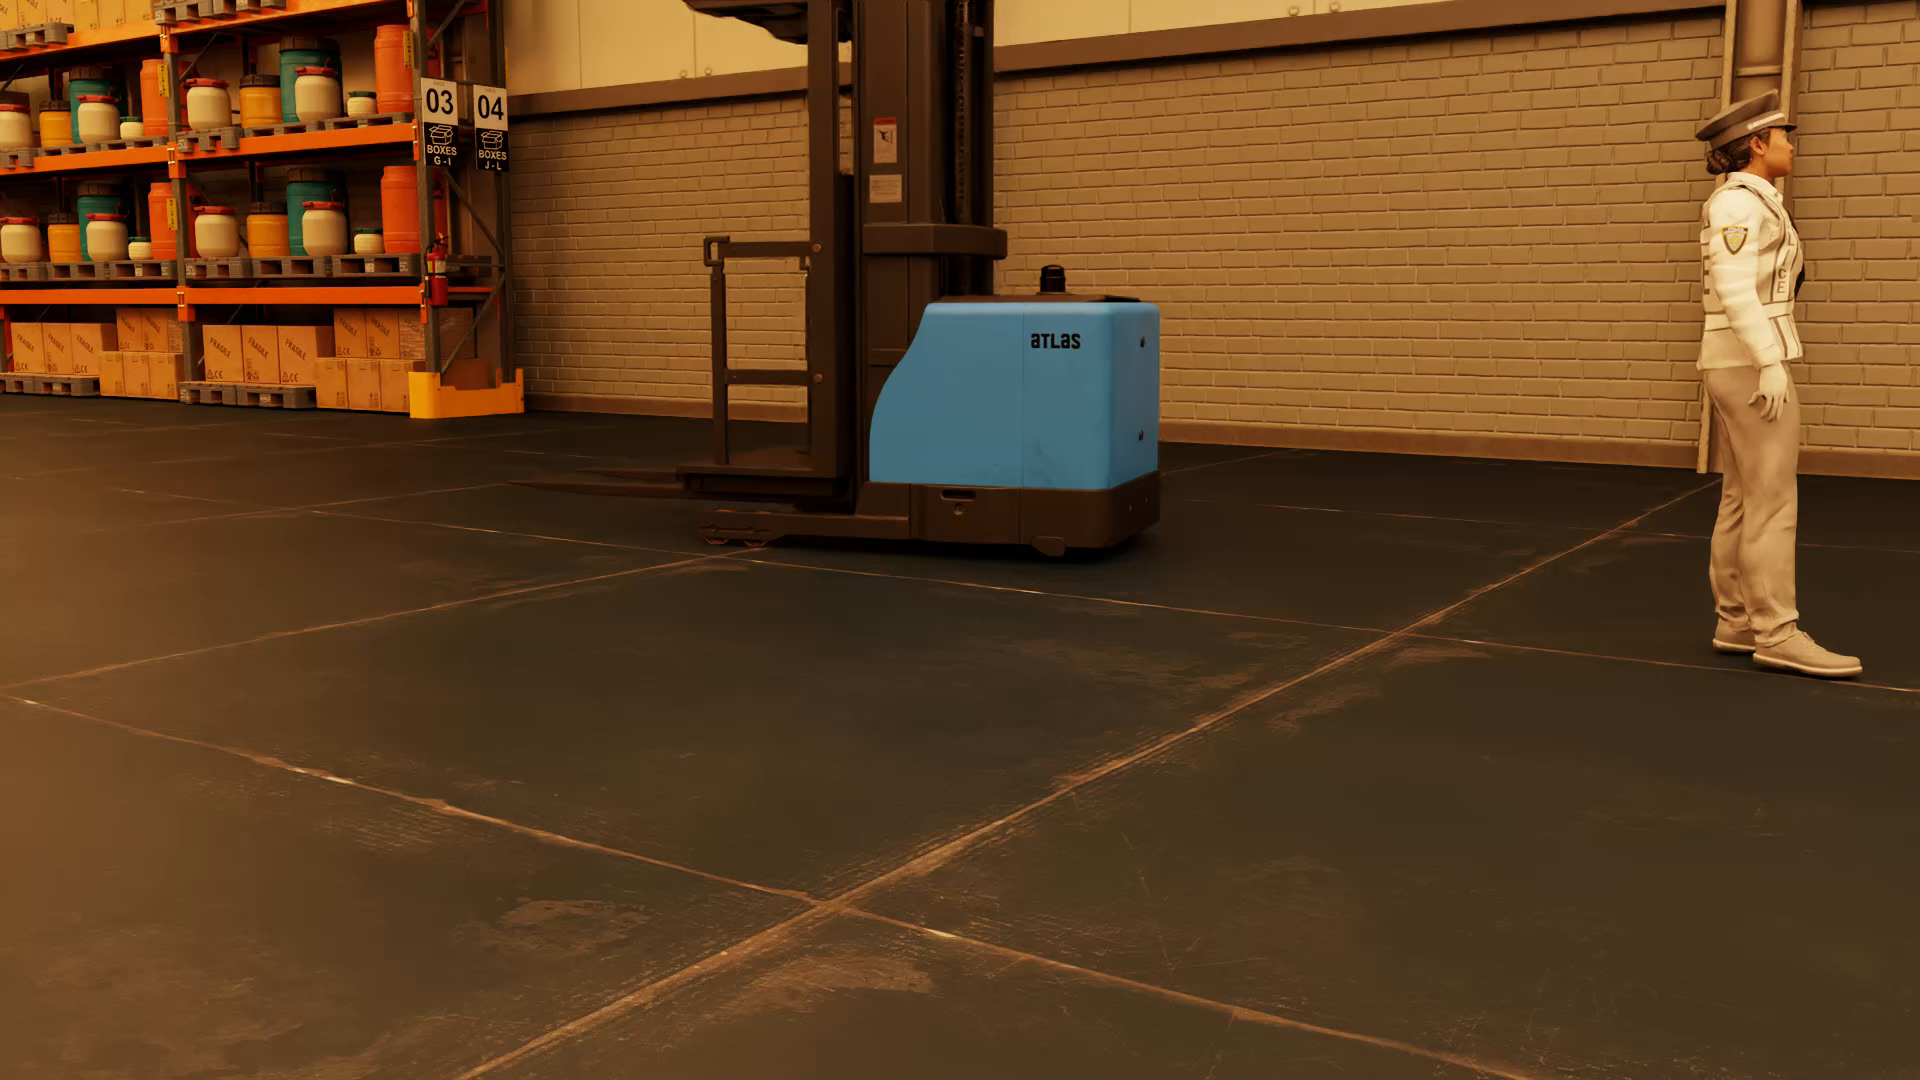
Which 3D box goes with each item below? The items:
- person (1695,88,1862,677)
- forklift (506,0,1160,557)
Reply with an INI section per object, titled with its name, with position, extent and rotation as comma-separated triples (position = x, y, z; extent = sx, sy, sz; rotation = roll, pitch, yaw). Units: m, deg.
[person]
position = 2.446, -0.490, 4.980
extent = 0.533, 1.697, 0.588
rotation = 4, 9, 24
[forklift]
position = -0.646, -1.482, 7.618
extent = 3.031, 2.935, 1.130
rotation = 3, 9, 19
